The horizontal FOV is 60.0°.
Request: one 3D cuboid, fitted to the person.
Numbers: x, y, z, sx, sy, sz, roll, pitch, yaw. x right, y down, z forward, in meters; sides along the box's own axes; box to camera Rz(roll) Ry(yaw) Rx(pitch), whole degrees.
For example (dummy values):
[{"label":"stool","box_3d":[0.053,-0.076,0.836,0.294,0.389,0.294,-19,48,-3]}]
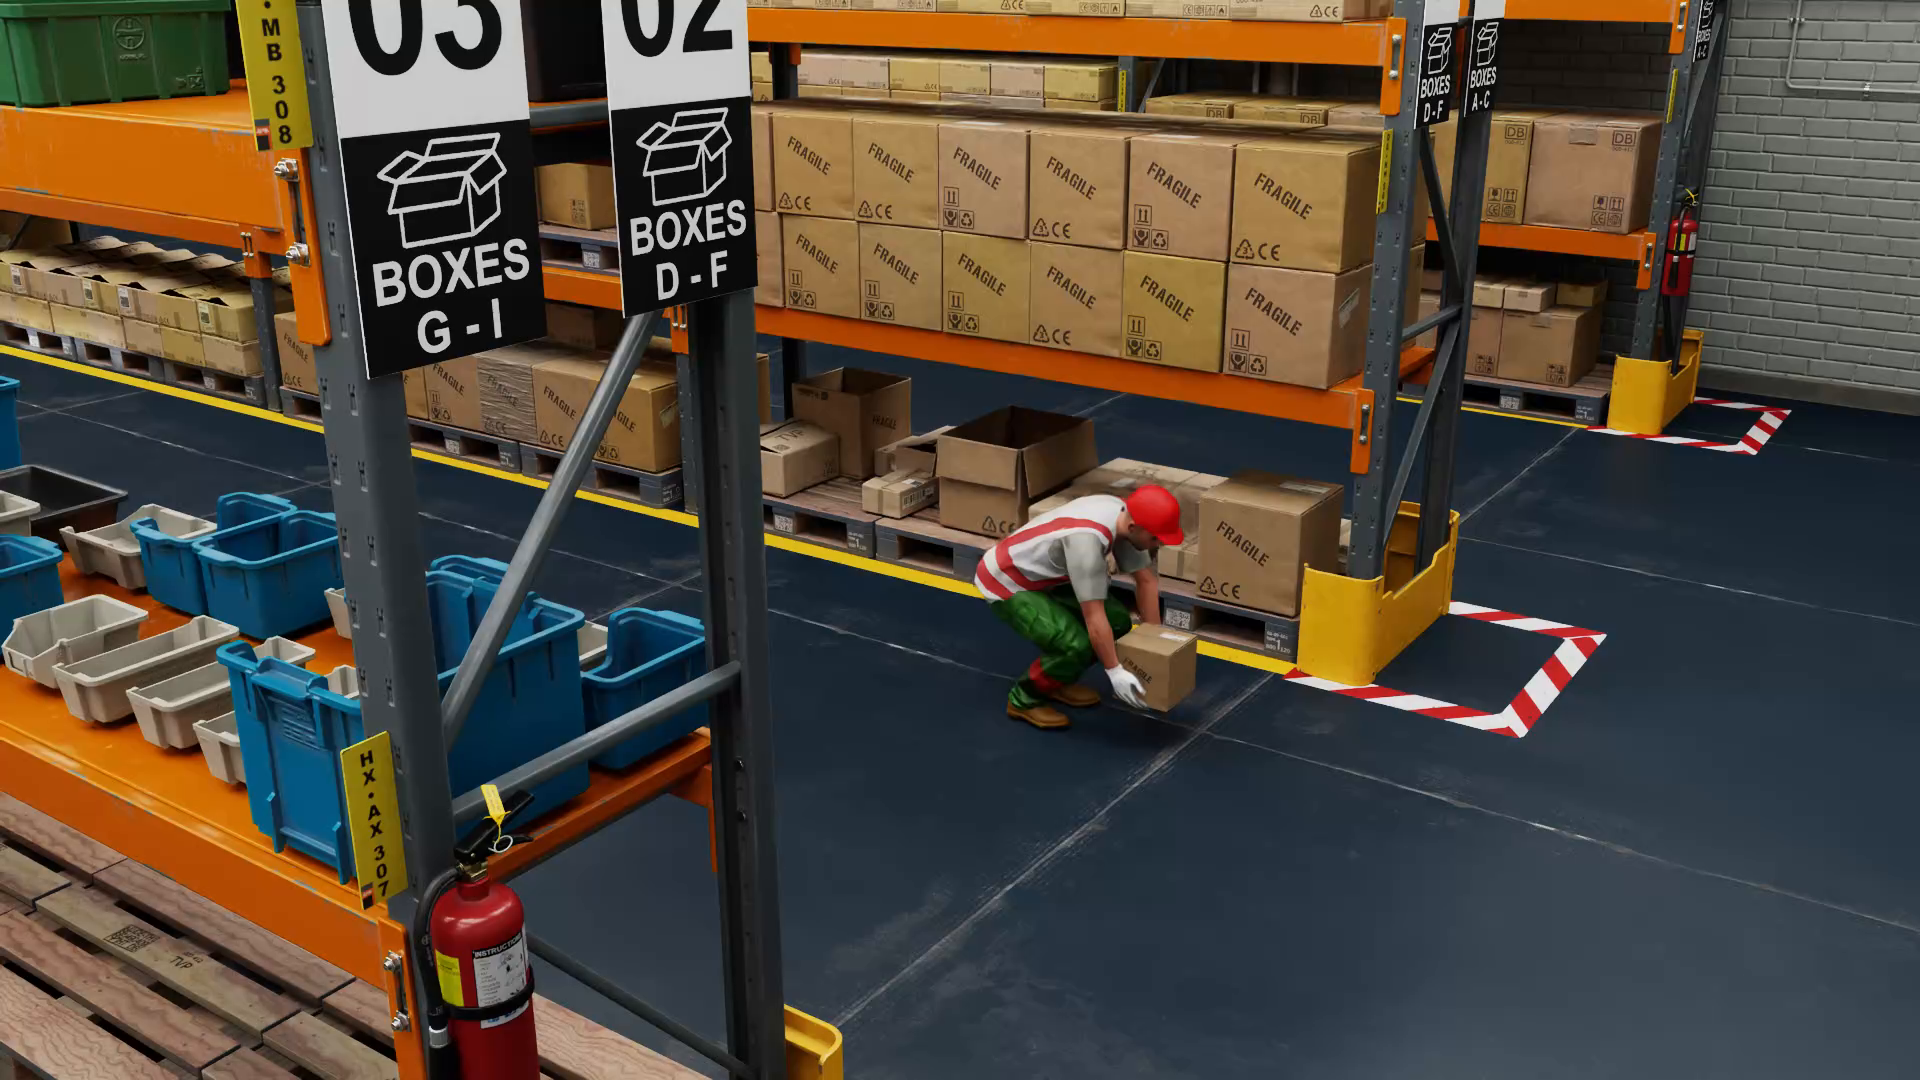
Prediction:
[{"label":"person","box_3d":[0.502,0.237,6.942,0.863,1.073,0.578,13,23,32]}]
